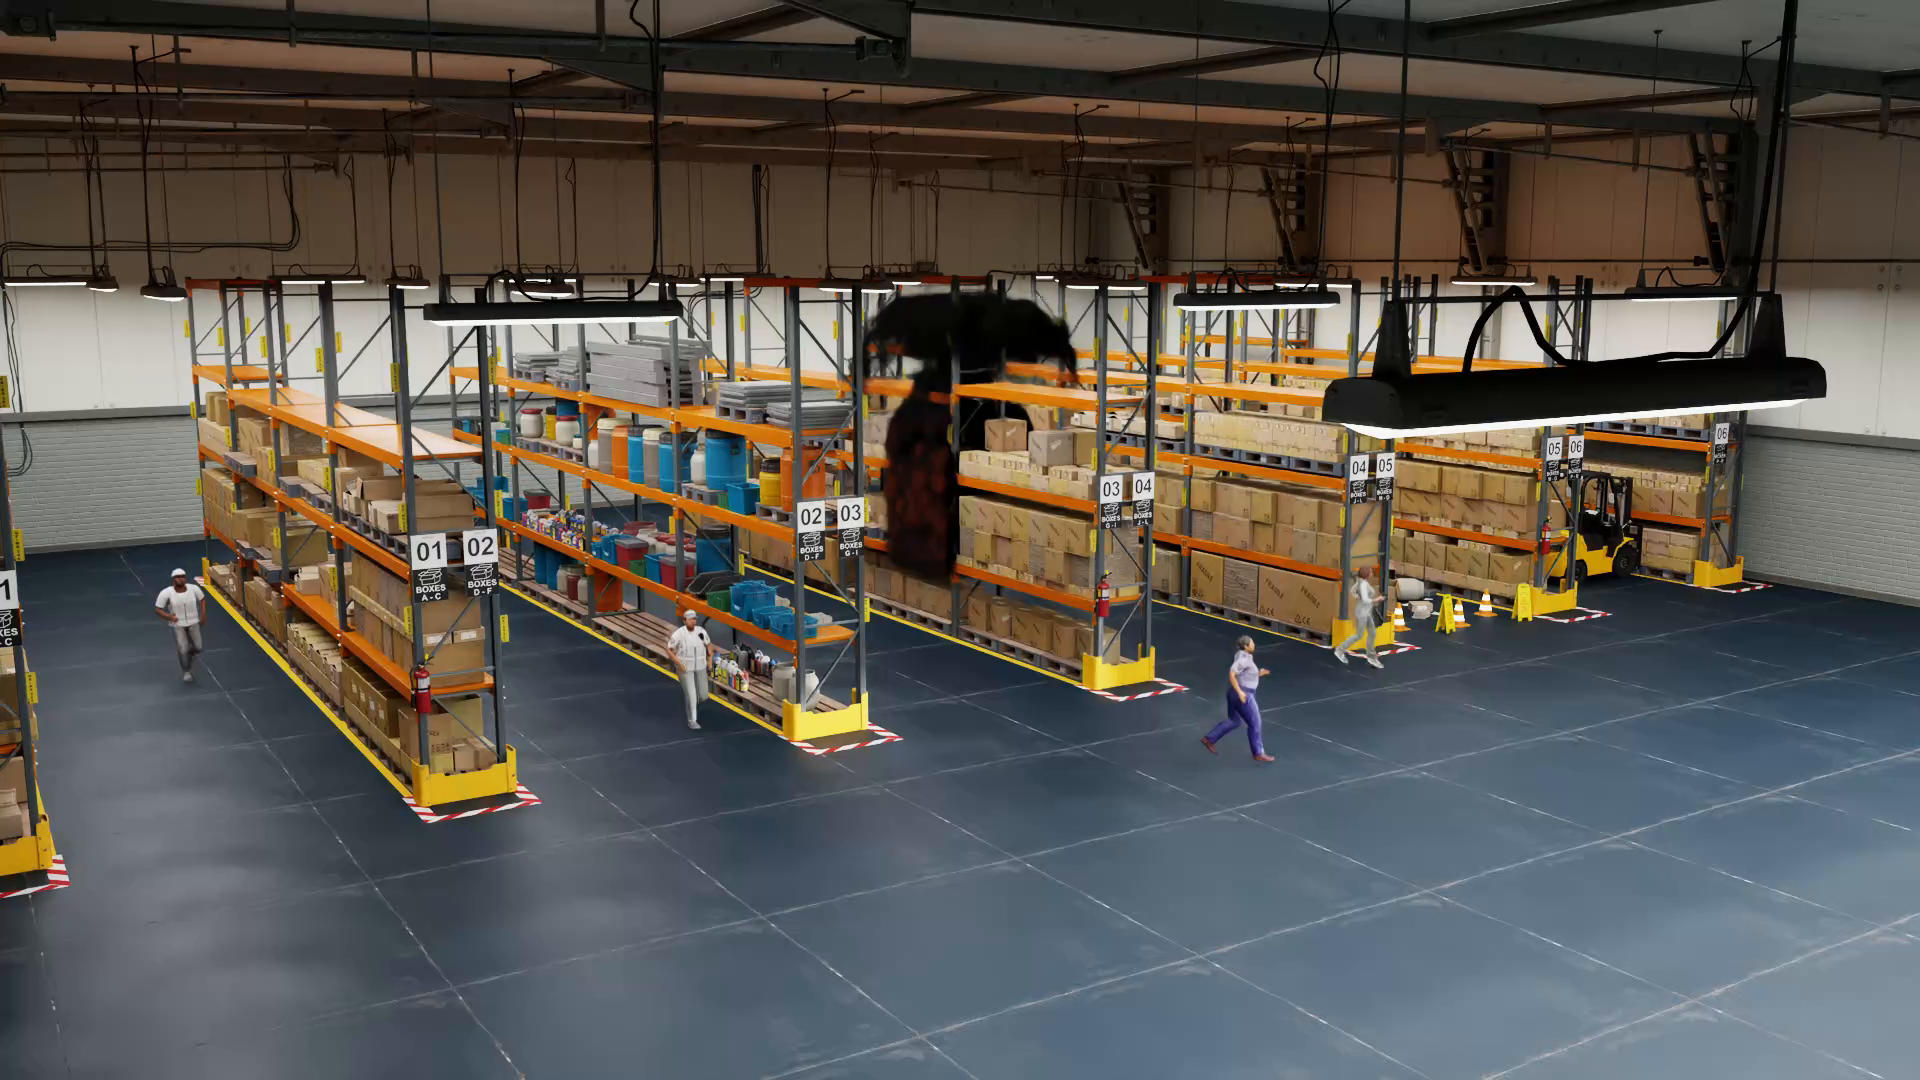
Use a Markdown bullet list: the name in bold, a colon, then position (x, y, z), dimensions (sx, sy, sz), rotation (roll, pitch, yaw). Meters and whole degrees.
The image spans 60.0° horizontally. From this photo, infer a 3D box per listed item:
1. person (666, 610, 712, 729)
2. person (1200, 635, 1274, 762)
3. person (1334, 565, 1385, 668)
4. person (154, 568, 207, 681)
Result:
- **person**: position (-3.698, 1.739, 22.778), dimensions (0.648, 1.616, 0.648), rotation (-6, 11, -30)
- **person**: position (3.537, 1.999, 21.052), dimensions (0.936, 1.637, 0.604), rotation (-1, 10, -4)
- **person**: position (6.277, 1.196, 26.053), dimensions (0.771, 1.631, 0.575), rotation (3, 10, 16)
- **person**: position (-11.785, 1.278, 25.245), dimensions (0.760, 1.721, 0.557), rotation (-8, 13, -40)
